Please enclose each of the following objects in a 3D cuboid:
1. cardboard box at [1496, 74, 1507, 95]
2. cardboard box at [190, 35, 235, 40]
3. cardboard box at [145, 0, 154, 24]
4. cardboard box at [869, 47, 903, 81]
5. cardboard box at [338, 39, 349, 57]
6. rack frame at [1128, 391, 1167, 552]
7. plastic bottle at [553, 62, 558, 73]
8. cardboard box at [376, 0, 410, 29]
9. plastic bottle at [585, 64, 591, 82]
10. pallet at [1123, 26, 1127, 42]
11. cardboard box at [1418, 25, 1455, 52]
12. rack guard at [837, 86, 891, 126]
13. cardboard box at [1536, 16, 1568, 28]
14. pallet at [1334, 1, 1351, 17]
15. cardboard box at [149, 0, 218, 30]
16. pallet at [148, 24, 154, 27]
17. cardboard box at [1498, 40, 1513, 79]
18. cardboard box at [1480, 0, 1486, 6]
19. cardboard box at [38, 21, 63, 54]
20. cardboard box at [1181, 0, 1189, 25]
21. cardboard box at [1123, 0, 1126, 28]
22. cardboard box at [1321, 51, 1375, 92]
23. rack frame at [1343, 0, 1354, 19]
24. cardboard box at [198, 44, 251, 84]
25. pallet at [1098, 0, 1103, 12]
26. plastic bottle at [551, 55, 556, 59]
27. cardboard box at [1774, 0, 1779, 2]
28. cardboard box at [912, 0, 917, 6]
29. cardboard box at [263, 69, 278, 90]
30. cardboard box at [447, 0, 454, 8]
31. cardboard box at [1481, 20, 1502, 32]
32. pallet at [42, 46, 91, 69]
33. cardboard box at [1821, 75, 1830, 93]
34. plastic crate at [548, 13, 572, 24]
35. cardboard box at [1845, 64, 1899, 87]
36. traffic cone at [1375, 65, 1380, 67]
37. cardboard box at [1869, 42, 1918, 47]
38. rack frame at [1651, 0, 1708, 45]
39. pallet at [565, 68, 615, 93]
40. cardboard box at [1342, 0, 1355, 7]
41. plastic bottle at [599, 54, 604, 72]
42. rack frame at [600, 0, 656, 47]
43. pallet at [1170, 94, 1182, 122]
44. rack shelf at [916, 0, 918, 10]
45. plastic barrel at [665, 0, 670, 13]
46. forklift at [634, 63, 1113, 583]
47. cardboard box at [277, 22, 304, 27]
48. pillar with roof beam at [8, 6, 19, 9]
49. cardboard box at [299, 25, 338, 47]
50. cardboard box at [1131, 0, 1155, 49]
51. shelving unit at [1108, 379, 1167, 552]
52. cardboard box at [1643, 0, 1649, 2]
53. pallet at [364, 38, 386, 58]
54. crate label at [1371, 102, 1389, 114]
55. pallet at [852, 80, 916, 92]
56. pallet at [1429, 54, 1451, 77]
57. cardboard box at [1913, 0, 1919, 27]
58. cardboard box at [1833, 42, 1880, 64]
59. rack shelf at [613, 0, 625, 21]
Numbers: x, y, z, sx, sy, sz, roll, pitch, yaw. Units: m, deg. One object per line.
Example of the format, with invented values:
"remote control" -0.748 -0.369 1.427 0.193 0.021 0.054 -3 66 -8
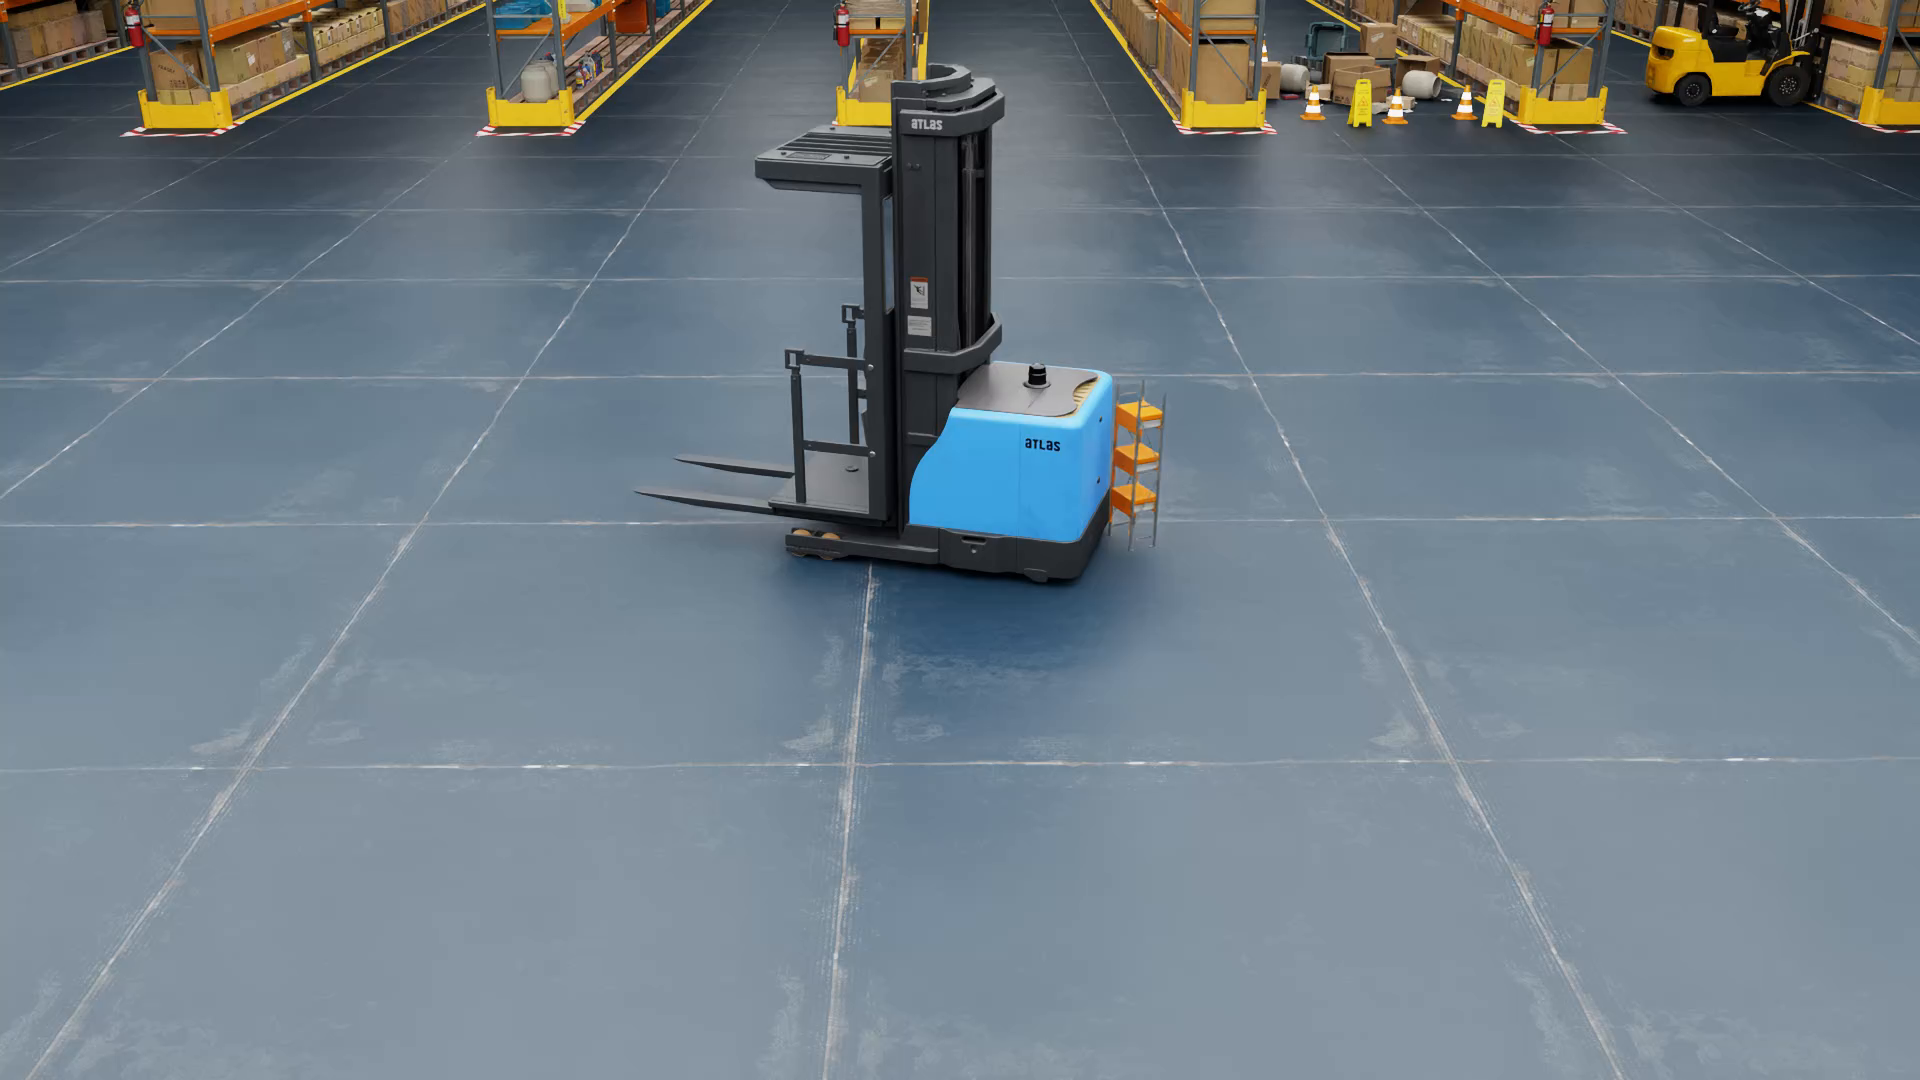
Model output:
"cardboard box" 8.453 -6.904 25.202 0.500 0.250 0.500 0 24 0
"cardboard box" -11.420 -7.450 25.500 0.500 0.500 0.500 0 24 -1
"cardboard box" -16.007 -10.482 32.385 0.750 0.750 0.750 0 24 -1
"cardboard box" -1.161 -7.420 26.039 0.500 0.500 0.500 -2 24 -5
"cardboard box" -10.900 -8.511 28.755 0.500 0.250 0.500 -1 24 -2
"rack frame" 1.171 -0.419 10.399 0.200 1.050 0.008 -11 28 -25
"plastic bottle" -6.429 -7.385 26.209 0.152 0.276 0.135 0 24 -1
"cardboard box" -10.905 -10.095 31.930 0.500 0.500 0.500 -1 24 -2
"plastic bottle" -5.849 -7.325 26.083 0.097 0.271 0.097 0 24 0
"pallet" 3.685 -9.704 31.950 1.003 0.211 1.213 0 24 -1
"cardboard box" 8.656 -8.861 29.382 0.950 0.372 0.625 1 24 1
"rack guard" -1.182 -6.268 24.002 1.175 0.500 0.348 0 24 -1
"cardboard box" 8.510 -7.459 23.907 0.380 0.149 0.250 1 24 1
"pallet" 8.667 -11.408 35.717 1.003 0.211 1.213 0 24 -1
"cardboard box" -11.079 -7.571 23.728 0.700 0.500 0.500 0 24 -1
"pallet" -16.071 -10.161 32.961 1.003 0.211 1.213 0 24 -1
"cardboard box" 8.450 -7.244 25.045 0.500 0.500 0.500 1 24 1
"cardboard box" 8.423 -8.507 26.225 0.380 0.149 0.250 0 24 1
"cardboard box" -16.129 -8.745 28.945 0.700 0.500 0.500 0 24 0
"cardboard box" 3.703 -7.804 24.183 0.875 0.550 0.550 0 24 -1
"cardboard box" 3.422 -10.189 32.162 0.500 0.500 0.500 1 24 2
"cardboard box" 6.159 -7.442 26.430 0.797 0.637 0.503 0 24 -1
"rack frame" 8.597 -12.365 34.449 1.000 3.000 0.127 0 24 -1
"cardboard box" -10.878 -7.041 24.595 0.500 0.500 0.500 0 24 -1
"pallet" 3.590 -11.811 36.608 1.003 0.211 1.213 0 24 -1
"plastic bottle" -6.581 -7.695 26.894 0.152 0.276 0.135 1 24 1
"cardboard box" 13.392 -8.954 26.786 0.500 0.500 0.500 -1 24 -2
"cardboard box" -0.878 -8.513 26.238 0.380 0.149 0.250 0 24 -1
"cardboard box" -10.885 -7.111 25.660 0.500 0.250 0.500 0 24 -1
"cardboard box" -11.006 -11.427 35.104 0.500 0.311 0.500 0 24 -1
"cardboard box" 8.376 -8.025 25.984 0.380 0.149 0.250 1 24 2
"pallet" -16.110 -8.511 29.313 1.003 0.211 1.213 0 24 -1
"cardboard box" 13.378 -6.986 25.383 0.500 0.250 0.500 0 24 0
"plastic crate" -5.822 -7.603 24.241 0.298 0.136 0.250 0 24 -1
"cardboard box" 13.374 -6.809 24.386 0.500 0.250 0.500 -1 24 -1
"traffic cone" 7.271 -8.417 28.799 0.336 0.463 0.334 0 24 -1
"cardboard box" 13.867 -7.243 24.738 0.500 0.250 0.500 0 24 0
"rack frame" 13.604 -10.740 30.858 1.000 3.000 0.127 0 24 -1
"pallet" -6.212 -7.454 26.975 1.003 0.211 1.213 0 24 -1
"cardboard box" 8.698 -11.648 35.464 0.875 0.438 0.875 -1 24 -1
"plastic bottle" -5.842 -7.768 27.047 0.061 0.283 0.133 1 24 2
"rack frame" -6.221 -10.650 30.657 1.000 3.000 0.127 0 24 -1
"pallet" 3.693 -6.415 24.677 1.003 0.211 1.213 0 24 -1
"rack shelf" -1.246 -9.520 29.032 1.077 0.370 4.000 0 24 -1
"plastic barrel" -6.276 -11.309 34.152 0.600 0.901 0.708 0 24 -1
"forklift" -0.599 -1.409 10.308 3.031 2.935 1.130 7 25 15
"cardboard box" -11.437 -8.760 28.626 0.500 0.311 0.500 0 24 -1
"pillar with roof beam" -12.673 -12.818 28.172 9.100 9.000 0.400 0 24 -1
"cardboard box" -10.886 -8.553 28.167 0.500 0.311 0.500 -1 24 -1
"cardboard box" 3.622 -9.207 29.689 1.050 0.750 0.750 0 24 0
"shelving unit" 1.115 -0.465 10.496 0.215 1.050 0.252 -11 28 -25
"cardboard box" 13.312 -10.403 31.848 0.380 0.149 0.250 -1 24 -3
"pallet" -11.204 -9.019 30.436 1.003 0.211 1.213 0 24 -1
"crate label" 6.257 -6.466 24.880 0.250 0.136 0.298 -14 28 -28
"pallet" -1.166 -6.973 25.911 1.003 0.211 1.213 0 24 -1
"pallet" 8.675 -8.119 28.445 1.003 0.211 1.213 0 24 -1
"cardboard box" 13.964 -7.695 24.002 0.500 0.500 0.500 1 24 1
"cardboard box" 13.363 -7.237 24.725 0.500 0.250 0.500 0 24 0
"rack shelf" -6.199 -9.498 28.983 1.077 0.370 4.000 0 24 -1
